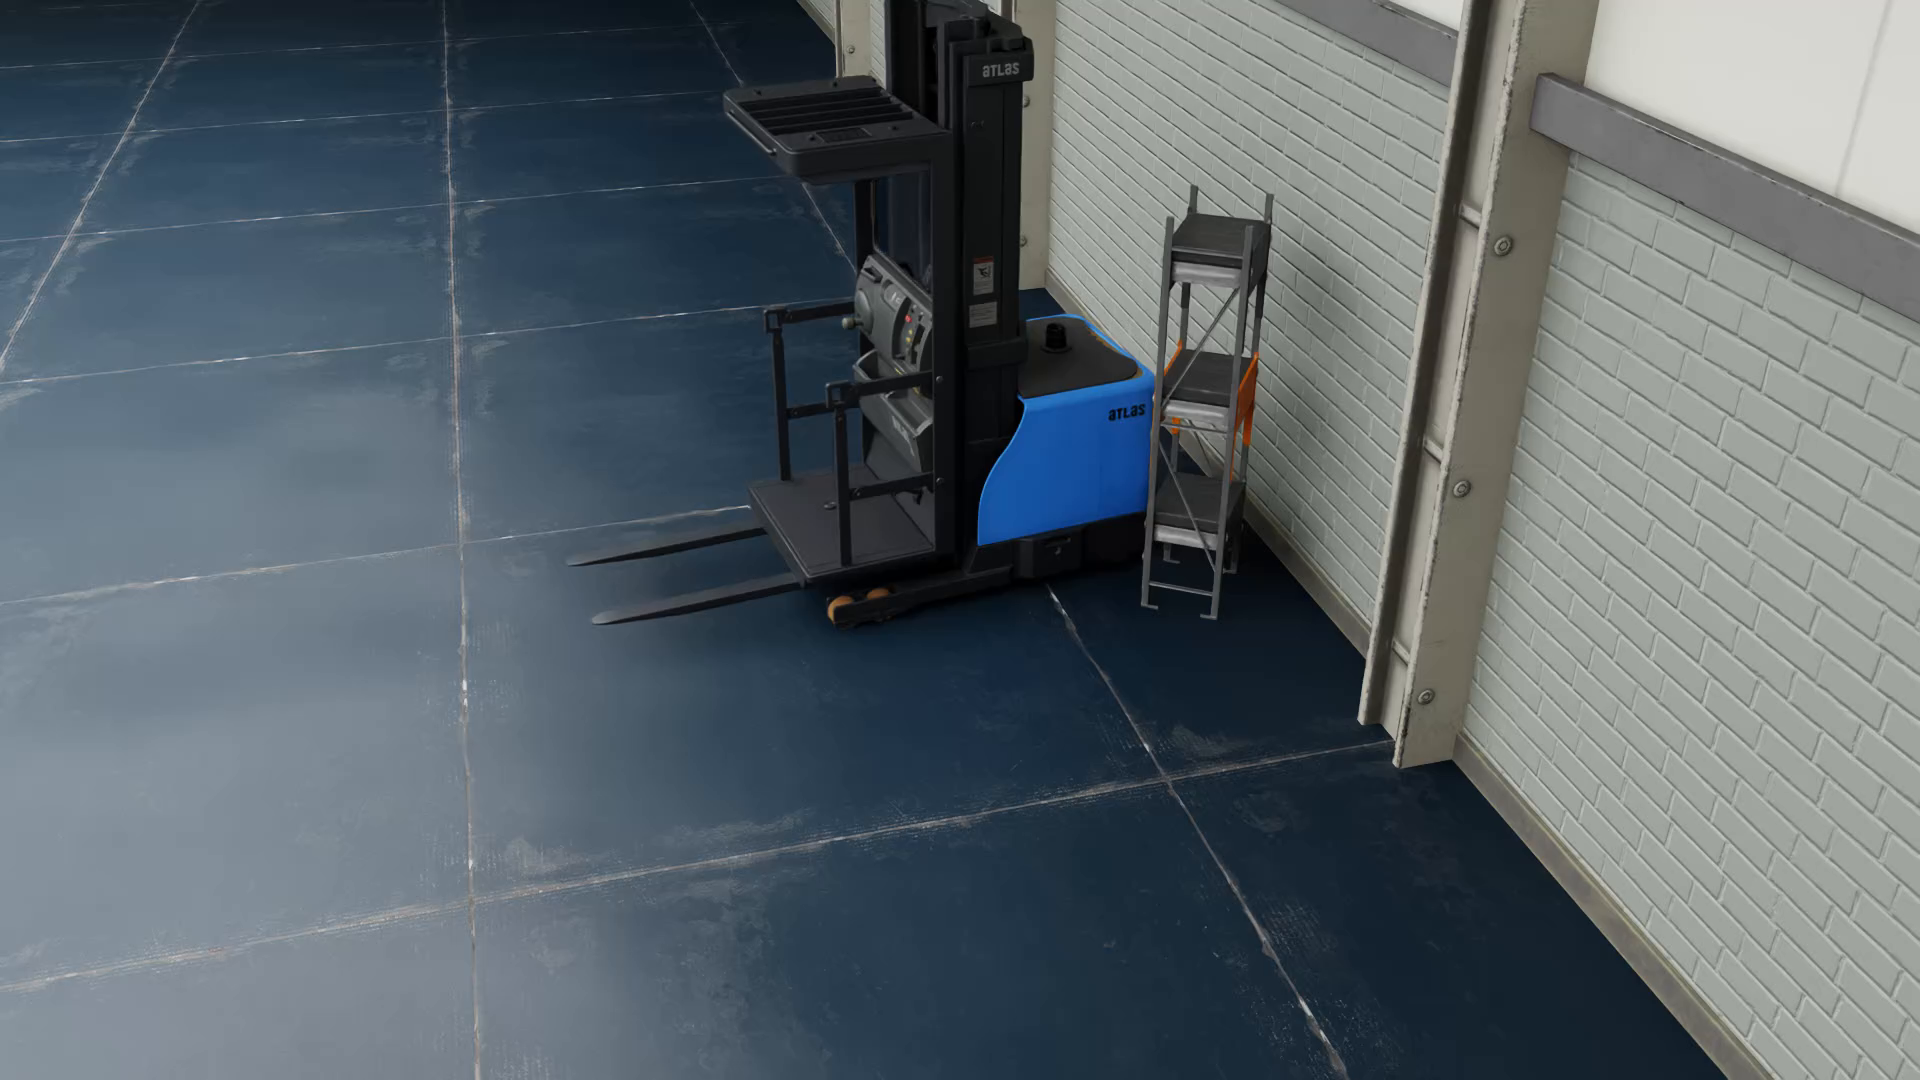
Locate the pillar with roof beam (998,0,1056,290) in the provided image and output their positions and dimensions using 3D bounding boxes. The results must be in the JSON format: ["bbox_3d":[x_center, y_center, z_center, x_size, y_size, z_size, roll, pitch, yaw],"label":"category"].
[{"bbox_3d":[-3.680,-5.308,9.437,9.100,9.000,0.400,-8,31,-13],"label":"pillar with roof beam"}]

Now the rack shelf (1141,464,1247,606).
[{"bbox_3d":[1.216,-0.031,8.630,0.431,0.518,0.480,10,31,17],"label":"rack shelf"}]

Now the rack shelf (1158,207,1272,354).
[{"bbox_3d":[1.217,-1.245,7.933,0.431,0.518,0.480,10,31,17],"label":"rack shelf"}]

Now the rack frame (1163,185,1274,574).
[{"bbox_3d":[1.299,-0.764,8.474,0.400,2.100,0.015,10,31,17],"label":"rack frame"}]

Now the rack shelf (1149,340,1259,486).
[{"bbox_3d":[1.216,-0.638,8.282,0.431,0.518,0.480,10,31,17],"label":"rack shelf"}]

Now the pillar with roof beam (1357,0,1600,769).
[{"bbox_3d":[-2.087,-2.410,4.430,9.100,9.000,0.400,-8,31,-13],"label":"pillar with roof beam"}]

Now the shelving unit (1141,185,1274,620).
[{"bbox_3d":[1.216,-0.650,8.275,0.431,2.100,0.503,10,31,17],"label":"shelving unit"}]

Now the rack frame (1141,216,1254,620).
[{"bbox_3d":[1.134,-0.536,8.076,0.400,2.100,0.015,10,31,17],"label":"rack frame"}]

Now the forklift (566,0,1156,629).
[{"bbox_3d":[-0.521,-1.115,8.250,3.031,2.935,1.130,-12,32,-20],"label":"forklift"}]

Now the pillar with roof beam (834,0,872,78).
[{"bbox_3d":[-5.272,-8.206,14.444,9.100,9.000,0.400,-8,31,-13],"label":"pillar with roof beam"}]
